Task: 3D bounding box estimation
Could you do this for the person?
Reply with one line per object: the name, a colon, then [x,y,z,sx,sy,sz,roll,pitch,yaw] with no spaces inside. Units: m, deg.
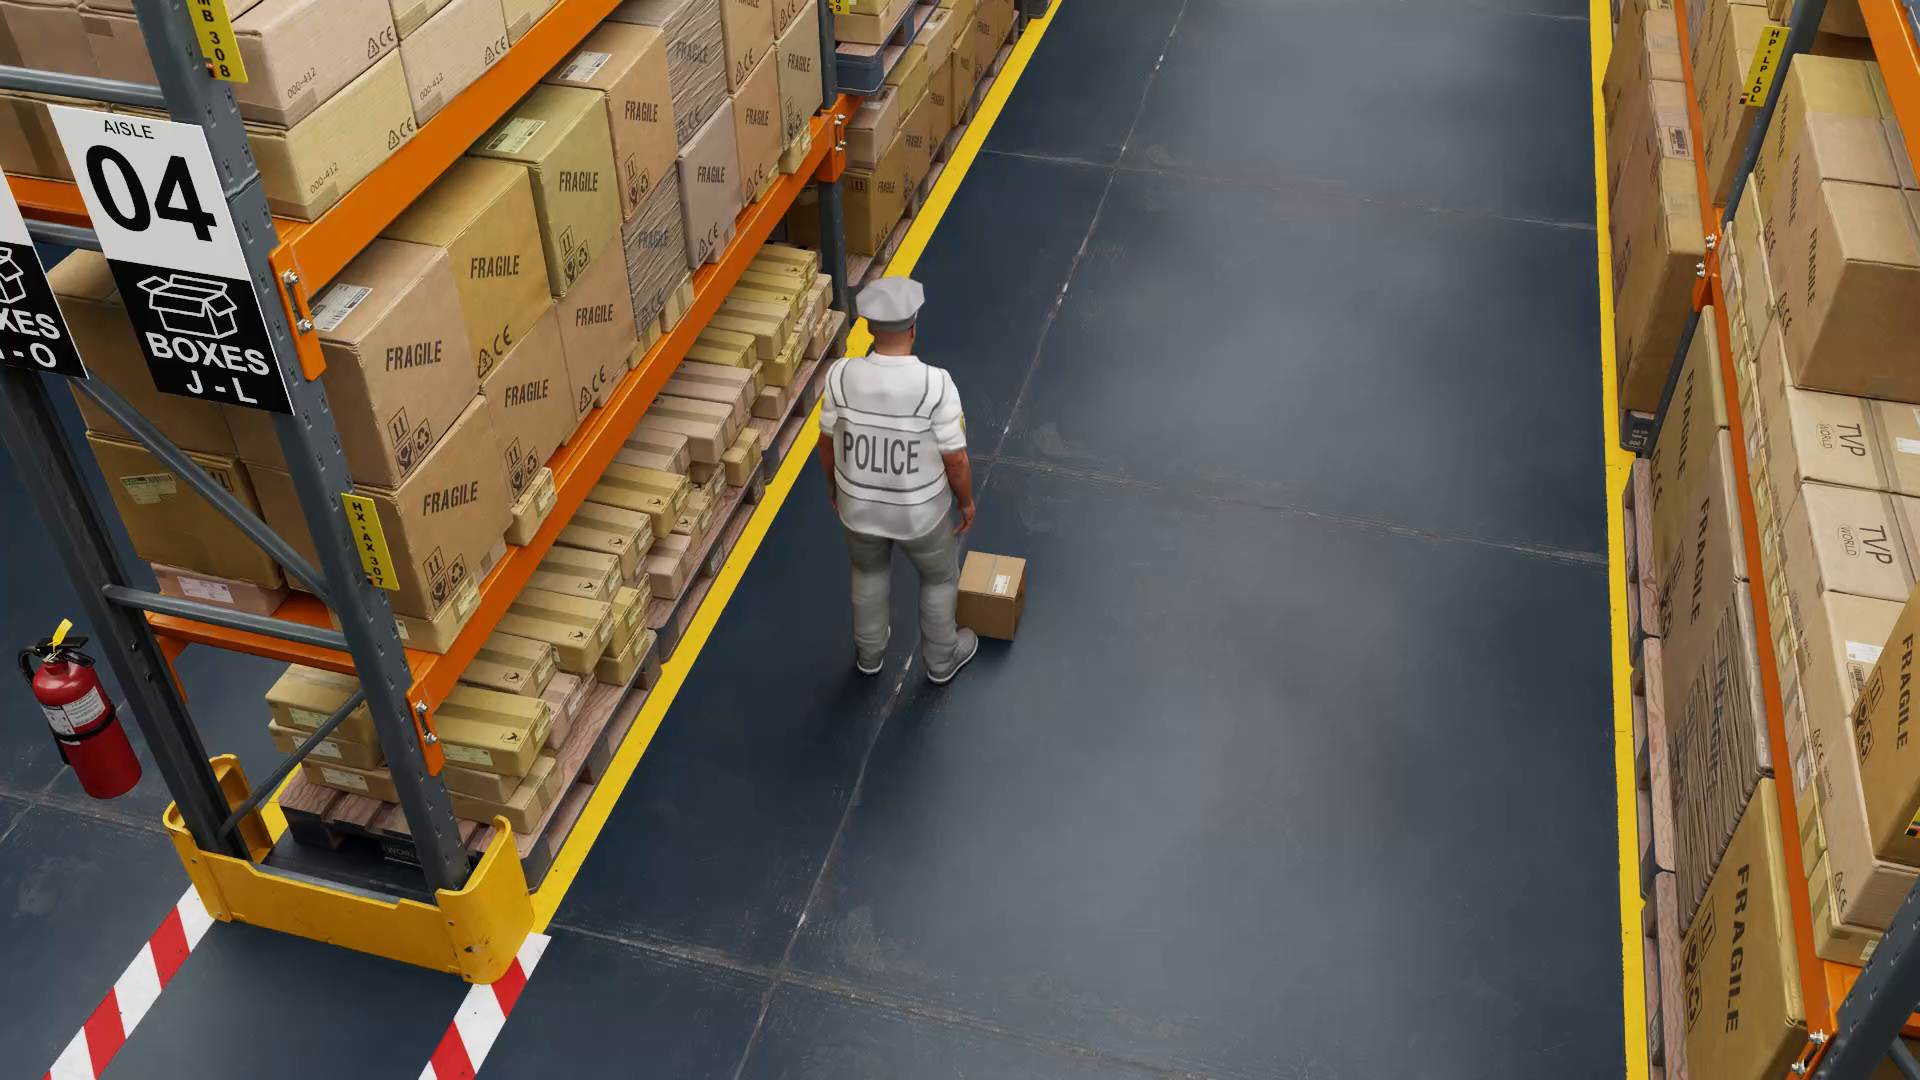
person: [-0.239,-0.158,6.334,0.587,1.748,0.441,9,42,11]
